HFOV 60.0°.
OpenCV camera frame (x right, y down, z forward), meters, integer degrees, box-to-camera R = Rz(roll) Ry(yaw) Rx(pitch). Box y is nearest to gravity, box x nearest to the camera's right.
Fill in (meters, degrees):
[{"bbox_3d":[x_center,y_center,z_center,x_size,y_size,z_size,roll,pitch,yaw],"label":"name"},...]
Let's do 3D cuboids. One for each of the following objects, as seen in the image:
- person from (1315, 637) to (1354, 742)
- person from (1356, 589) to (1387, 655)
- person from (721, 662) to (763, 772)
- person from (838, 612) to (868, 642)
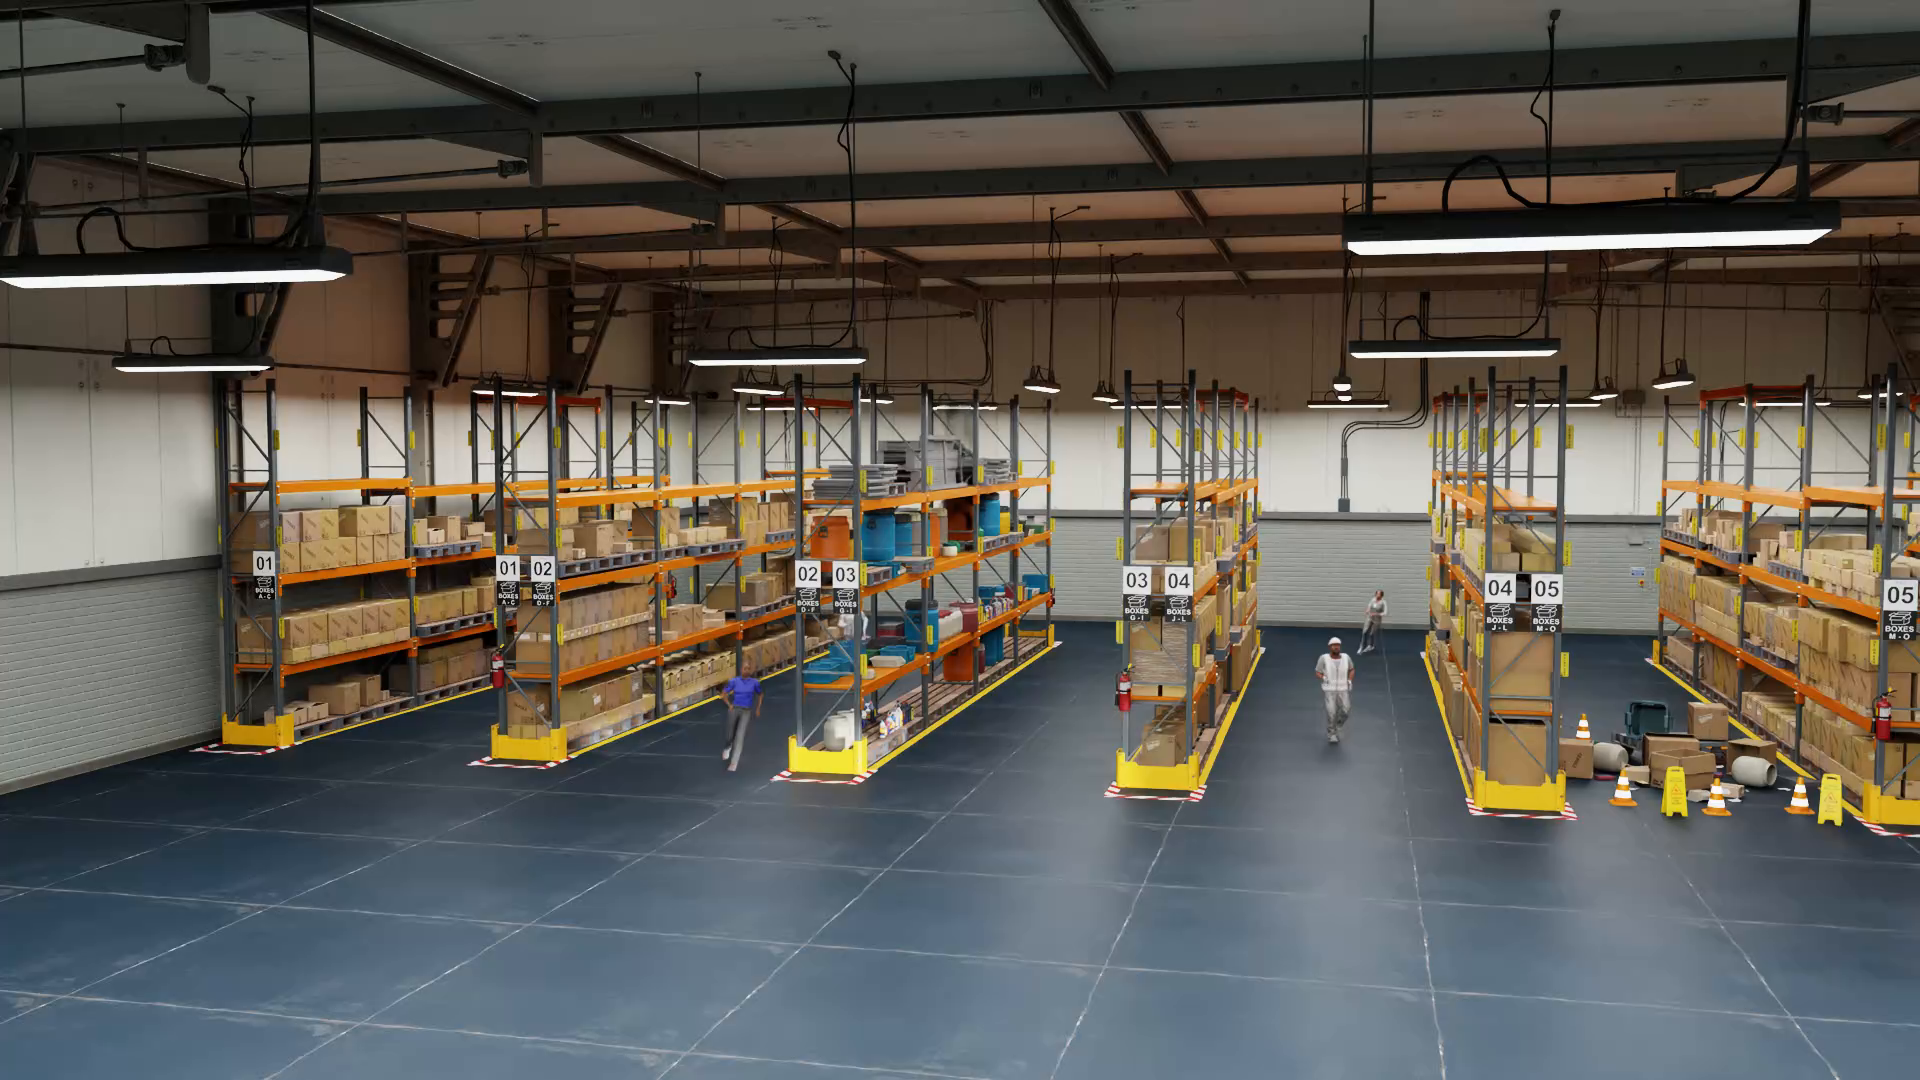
[{"bbox_3d":[6.200,2.480,27.396,0.670,1.737,0.591,0,3,2],"label":"person"},{"bbox_3d":[9.717,1.910,38.898,0.653,1.562,0.669,3,4,40],"label":"person"},{"bbox_3d":[-3.330,2.664,25.419,0.650,1.612,0.880,0,3,-7],"label":"person"},{"bbox_3d":[-2.276,2.055,35.041,0.556,1.739,0.728,0,3,8],"label":"person"}]
